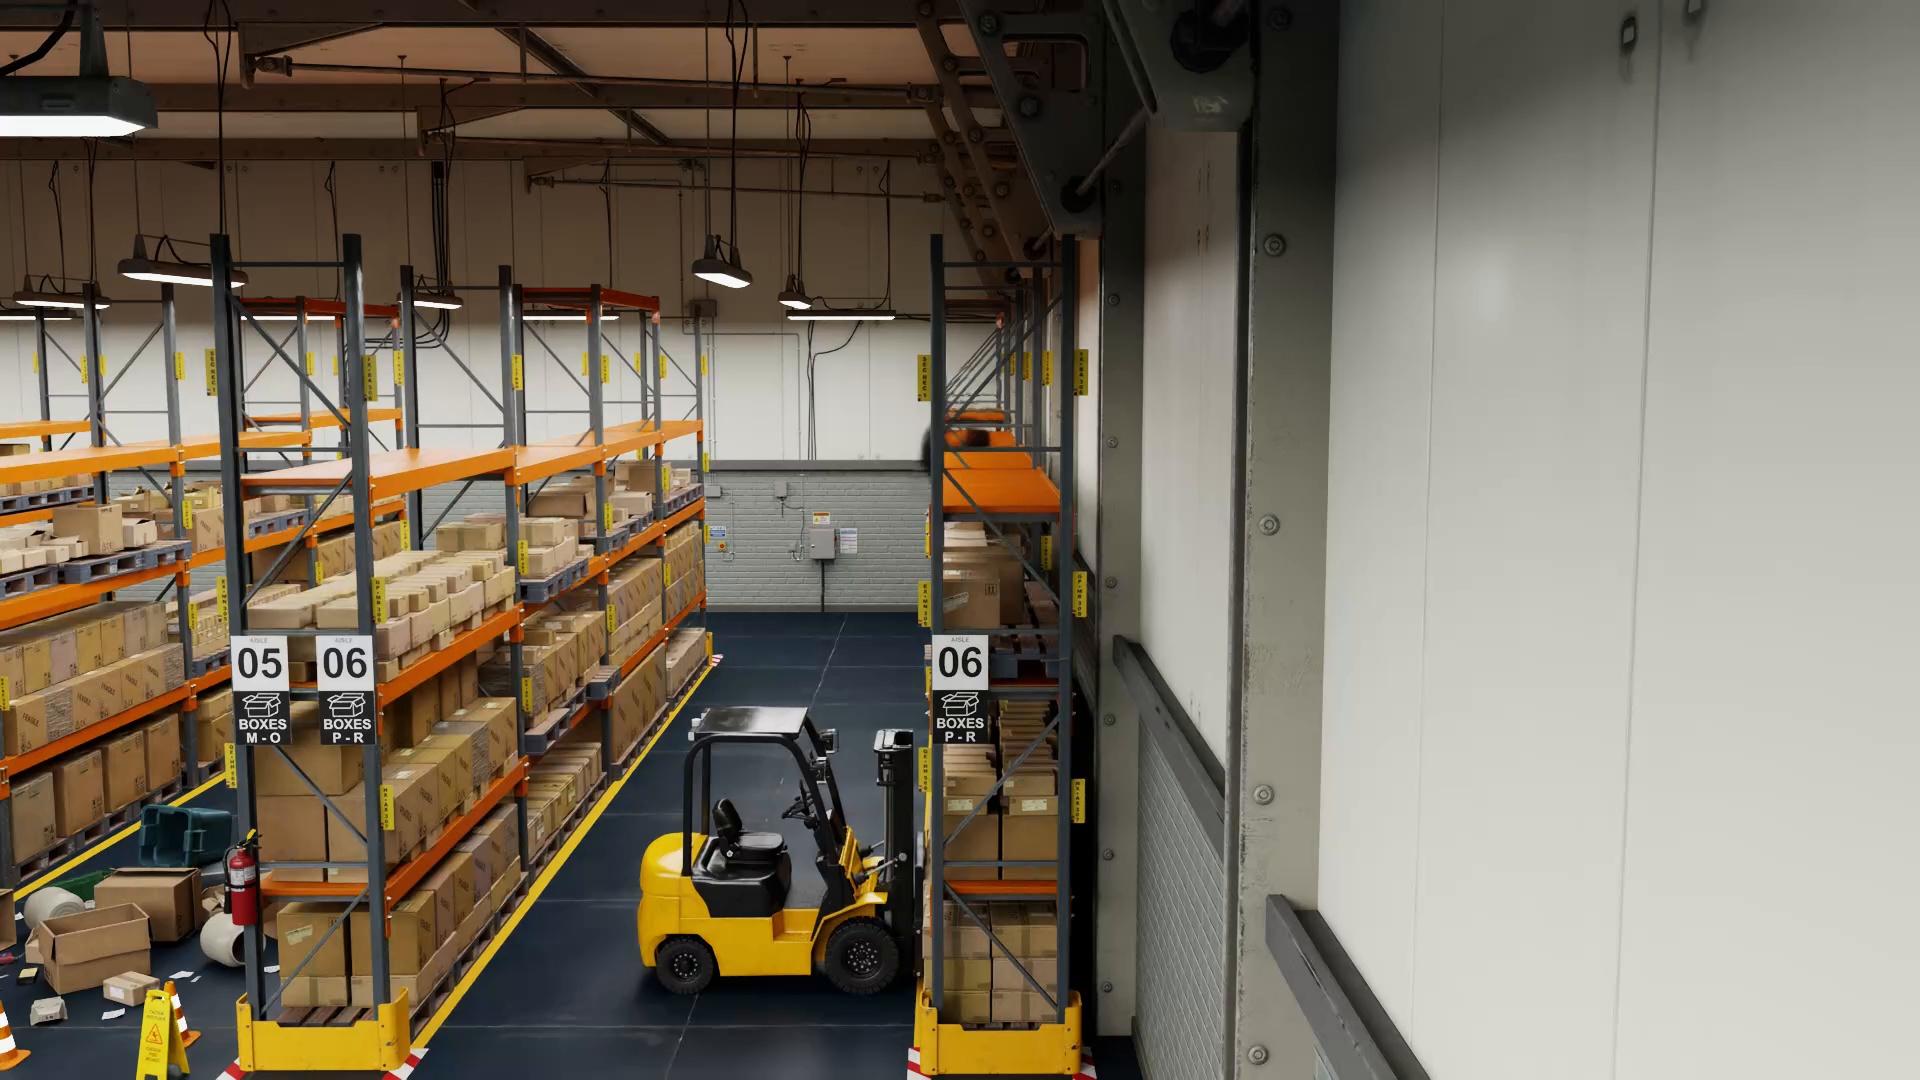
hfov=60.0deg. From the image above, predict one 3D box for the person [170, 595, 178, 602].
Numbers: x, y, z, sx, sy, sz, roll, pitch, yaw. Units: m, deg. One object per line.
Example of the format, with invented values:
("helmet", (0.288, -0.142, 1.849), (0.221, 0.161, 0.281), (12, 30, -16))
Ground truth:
("person", (-11.547, 1.622, 24.600), (0.578, 1.635, 0.816), (0, 6, 0))
